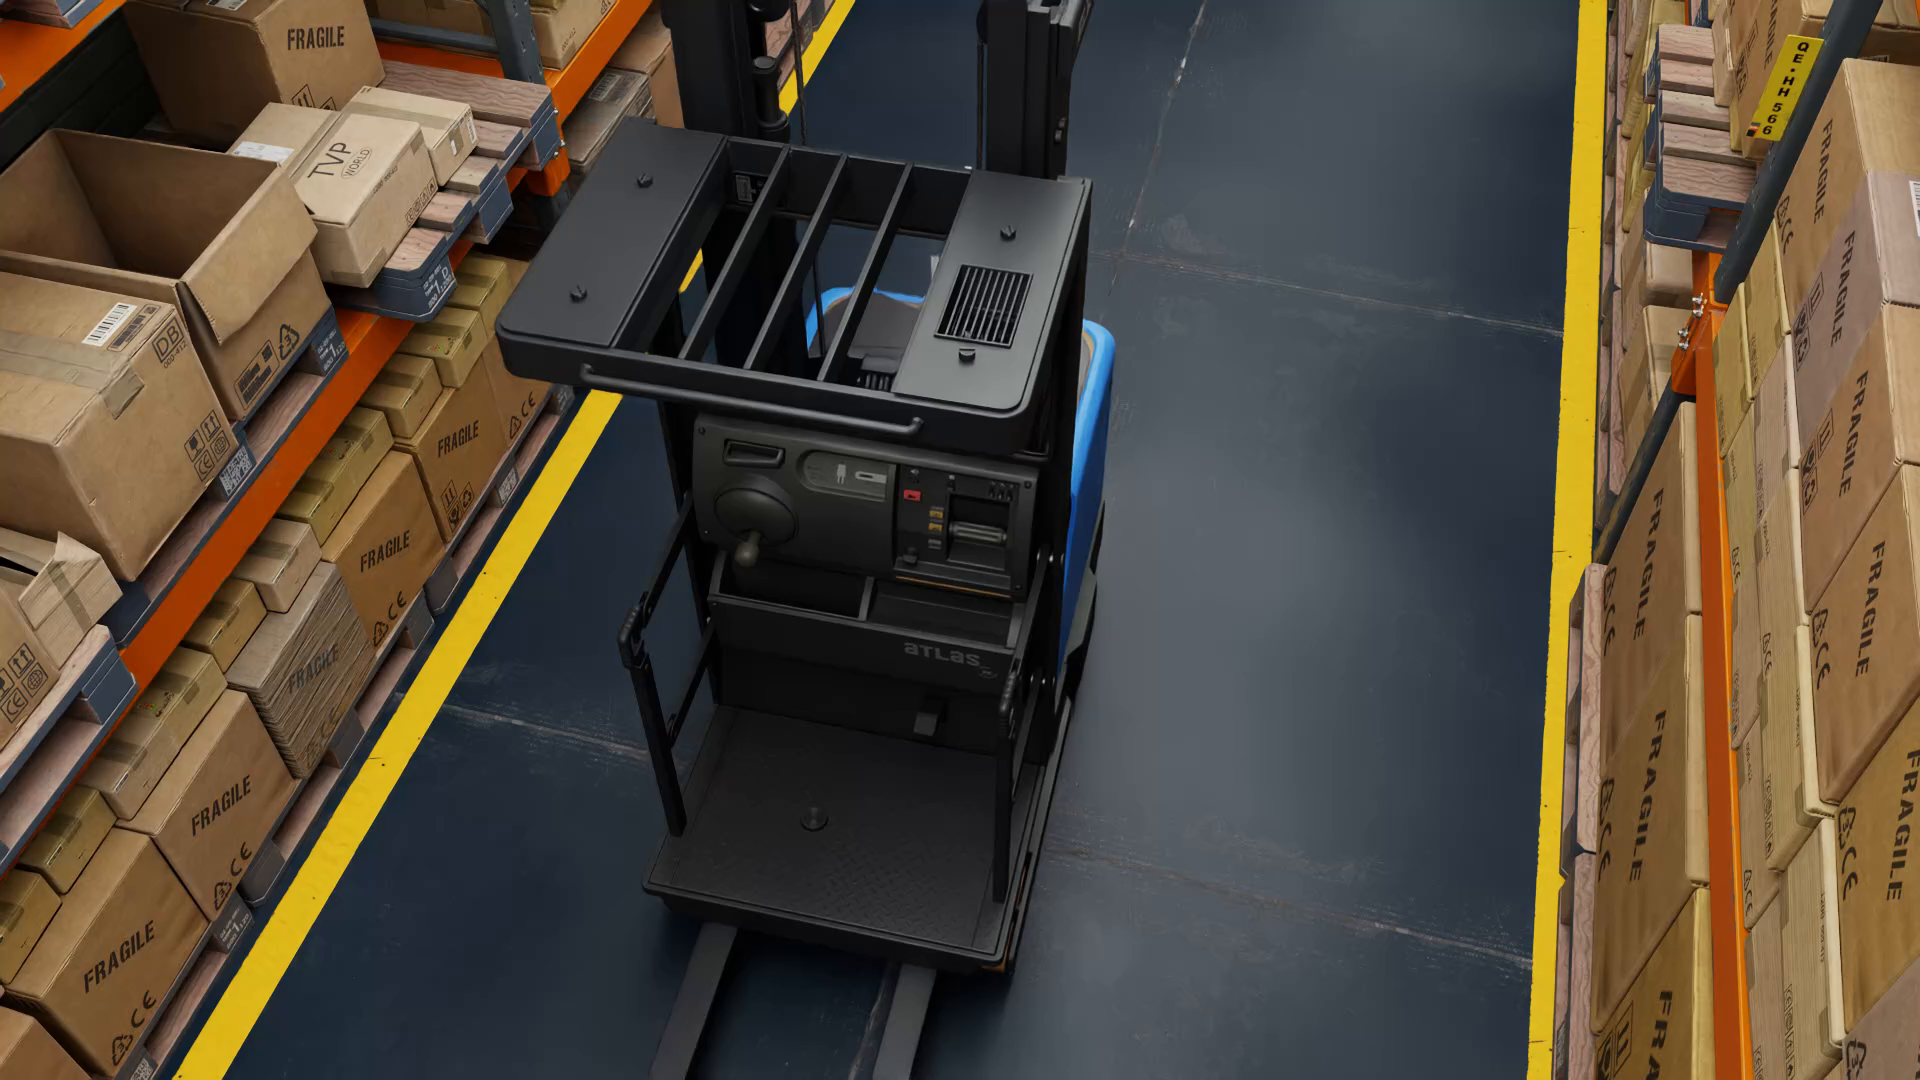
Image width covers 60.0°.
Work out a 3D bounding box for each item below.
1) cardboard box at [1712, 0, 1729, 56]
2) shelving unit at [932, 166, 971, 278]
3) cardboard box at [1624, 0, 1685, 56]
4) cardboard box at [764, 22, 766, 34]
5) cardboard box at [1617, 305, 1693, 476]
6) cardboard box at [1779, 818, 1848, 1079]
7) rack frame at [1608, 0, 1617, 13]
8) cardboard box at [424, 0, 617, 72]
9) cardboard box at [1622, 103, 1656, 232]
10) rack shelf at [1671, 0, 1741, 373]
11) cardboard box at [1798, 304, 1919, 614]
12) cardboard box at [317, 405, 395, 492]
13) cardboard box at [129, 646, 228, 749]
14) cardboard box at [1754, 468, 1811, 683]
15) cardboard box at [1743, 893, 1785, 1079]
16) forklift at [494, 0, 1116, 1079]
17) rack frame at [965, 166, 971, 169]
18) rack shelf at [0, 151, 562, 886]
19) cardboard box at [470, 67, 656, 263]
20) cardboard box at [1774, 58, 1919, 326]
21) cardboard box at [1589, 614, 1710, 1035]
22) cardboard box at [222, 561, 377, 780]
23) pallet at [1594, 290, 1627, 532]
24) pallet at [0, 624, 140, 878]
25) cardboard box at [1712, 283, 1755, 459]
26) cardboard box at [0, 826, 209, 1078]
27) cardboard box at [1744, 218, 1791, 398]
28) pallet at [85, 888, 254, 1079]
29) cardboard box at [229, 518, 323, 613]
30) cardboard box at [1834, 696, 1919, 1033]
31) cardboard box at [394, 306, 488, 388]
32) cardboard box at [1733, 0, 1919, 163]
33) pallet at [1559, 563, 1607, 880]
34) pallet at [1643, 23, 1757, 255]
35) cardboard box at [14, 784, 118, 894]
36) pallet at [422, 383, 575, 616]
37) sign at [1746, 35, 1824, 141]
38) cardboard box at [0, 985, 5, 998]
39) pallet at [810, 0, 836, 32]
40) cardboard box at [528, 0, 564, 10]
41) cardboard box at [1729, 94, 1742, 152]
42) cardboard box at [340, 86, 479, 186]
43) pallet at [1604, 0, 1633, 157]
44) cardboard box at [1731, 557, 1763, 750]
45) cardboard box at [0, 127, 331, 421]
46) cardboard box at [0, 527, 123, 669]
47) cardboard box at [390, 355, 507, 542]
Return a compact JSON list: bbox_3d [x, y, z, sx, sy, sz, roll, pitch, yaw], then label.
[{"bbox_3d":[2.785,-1.719,5.654,0.380,0.149,0.250,9,49,8],"label":"cardboard box"},{"bbox_3d":[0.080,-0.704,6.071,0.258,1.200,0.503,10,49,9],"label":"shelving unit"},{"bbox_3d":[3.745,-2.583,8.002,0.950,0.372,0.625,12,50,11],"label":"cardboard box"},{"bbox_3d":[-1.443,-2.540,7.795,0.875,0.625,0.625,10,49,8],"label":"cardboard box"},{"bbox_3d":[2.986,-0.476,6.142,0.950,0.372,0.625,9,49,7],"label":"cardboard box"},{"bbox_3d":[1.911,0.872,3.247,0.500,0.250,0.500,13,50,11],"label":"cardboard box"},{"bbox_3d":[3.881,-3.693,7.509,1.000,3.000,0.127,12,50,10],"label":"rack frame"},{"bbox_3d":[-1.609,-2.000,6.115,0.500,0.250,0.500,12,50,10],"label":"cardboard box"},{"bbox_3d":[3.378,-1.559,7.098,0.950,0.372,0.625,13,50,11],"label":"cardboard box"},{"bbox_3d":[3.354,-2.009,6.502,1.077,0.370,4.000,12,50,10],"label":"rack shelf"},{"bbox_3d":[2.190,-0.124,3.625,0.500,0.500,0.500,13,50,11],"label":"cardboard box"},{"bbox_3d":[-2.115,-0.329,5.494,0.380,0.149,0.250,13,50,11],"label":"cardboard box"},{"bbox_3d":[-2.380,0.426,4.828,0.380,0.149,0.250,13,50,11],"label":"cardboard box"},{"bbox_3d":[2.176,0.134,3.898,0.500,0.250,0.500,11,50,10],"label":"cardboard box"},{"bbox_3d":[1.936,1.039,3.432,0.500,0.250,0.500,10,49,9],"label":"cardboard box"},{"bbox_3d":[-0.306,0.026,4.272,1.130,2.935,3.031,10,49,9],"label":"forklift"},{"bbox_3d":[0.134,-0.882,6.228,0.240,1.200,0.015,10,49,9],"label":"rack frame"},{"bbox_3d":[-2.488,-0.092,4.811,1.077,0.370,4.000,12,50,10],"label":"rack shelf"},{"bbox_3d":[-1.785,-1.578,6.946,0.875,0.625,0.625,13,50,11],"label":"cardboard box"},{"bbox_3d":[2.462,-0.856,4.271,0.500,0.500,0.500,10,49,9],"label":"cardboard box"},{"bbox_3d":[2.327,0.892,4.599,0.875,0.875,0.875,12,50,10],"label":"cardboard box"},{"bbox_3d":[-2.262,0.378,5.303,0.500,0.500,0.500,10,49,9],"label":"cardboard box"},{"bbox_3d":[3.035,-0.442,6.500,1.003,0.211,1.213,12,50,10],"label":"pallet"},{"bbox_3d":[-2.699,0.623,3.827,1.003,0.211,1.213,12,50,10],"label":"pallet"},{"bbox_3d":[2.456,-0.446,4.743,0.500,0.250,0.500,11,49,9],"label":"cardboard box"},{"bbox_3d":[-2.540,1.112,4.655,0.500,0.500,0.500,11,49,10],"label":"cardboard box"},{"bbox_3d":[2.456,-0.598,4.544,0.500,0.250,0.500,11,50,10],"label":"cardboard box"},{"bbox_3d":[-2.837,1.443,4.835,1.003,0.211,1.213,12,50,10],"label":"pallet"},{"bbox_3d":[-2.224,0.057,5.153,0.380,0.149,0.250,9,49,8],"label":"cardboard box"},{"bbox_3d":[1.932,0.618,2.970,0.500,0.500,0.500,13,50,11],"label":"cardboard box"},{"bbox_3d":[-1.889,-0.693,5.815,0.380,0.149,0.250,9,49,8],"label":"cardboard box"},{"bbox_3d":[2.679,-1.454,4.988,0.500,0.500,0.500,10,49,9],"label":"cardboard box"},{"bbox_3d":[2.548,0.678,5.511,1.003,0.211,1.213,12,50,10],"label":"pallet"},{"bbox_3d":[2.913,-1.273,5.501,1.213,0.211,1.003,12,50,10],"label":"pallet"},{"bbox_3d":[-2.550,0.779,4.517,0.380,0.149,0.250,11,49,9],"label":"cardboard box"},{"bbox_3d":[-2.195,-0.322,6.393,1.003,0.211,1.213,12,50,10],"label":"pallet"},{"bbox_3d":[2.302,-1.257,4.640,0.100,0.325,0.005,12,50,10],"label":"sign"},{"bbox_3d":[-2.665,1.167,4.173,0.380,0.149,0.250,10,49,9],"label":"cardboard box"},{"bbox_3d":[-1.065,-3.207,8.939,1.003,0.211,1.213,12,50,10],"label":"pallet"},{"bbox_3d":[-1.585,-2.160,5.923,0.500,0.250,0.500,12,50,10],"label":"cardboard box"},{"bbox_3d":[2.688,-1.348,5.326,0.380,0.149,0.250,12,50,11],"label":"cardboard box"},{"bbox_3d":[-1.765,-1.282,5.268,0.380,0.149,0.250,12,50,11],"label":"cardboard box"},{"bbox_3d":[3.677,-2.207,8.057,1.003,0.211,1.213,12,50,10],"label":"pallet"},{"bbox_3d":[2.194,0.307,4.078,0.500,0.250,0.500,13,50,11],"label":"cardboard box"},{"bbox_3d":[-2.213,-0.733,4.547,0.797,0.503,0.637,11,49,9],"label":"cardboard box"},{"bbox_3d":[-2.279,0.093,3.977,0.396,0.266,0.258,14,50,12],"label":"cardboard box"},{"bbox_3d":[-2.008,-0.380,5.972,0.500,0.500,0.500,11,49,9],"label":"cardboard box"}]
